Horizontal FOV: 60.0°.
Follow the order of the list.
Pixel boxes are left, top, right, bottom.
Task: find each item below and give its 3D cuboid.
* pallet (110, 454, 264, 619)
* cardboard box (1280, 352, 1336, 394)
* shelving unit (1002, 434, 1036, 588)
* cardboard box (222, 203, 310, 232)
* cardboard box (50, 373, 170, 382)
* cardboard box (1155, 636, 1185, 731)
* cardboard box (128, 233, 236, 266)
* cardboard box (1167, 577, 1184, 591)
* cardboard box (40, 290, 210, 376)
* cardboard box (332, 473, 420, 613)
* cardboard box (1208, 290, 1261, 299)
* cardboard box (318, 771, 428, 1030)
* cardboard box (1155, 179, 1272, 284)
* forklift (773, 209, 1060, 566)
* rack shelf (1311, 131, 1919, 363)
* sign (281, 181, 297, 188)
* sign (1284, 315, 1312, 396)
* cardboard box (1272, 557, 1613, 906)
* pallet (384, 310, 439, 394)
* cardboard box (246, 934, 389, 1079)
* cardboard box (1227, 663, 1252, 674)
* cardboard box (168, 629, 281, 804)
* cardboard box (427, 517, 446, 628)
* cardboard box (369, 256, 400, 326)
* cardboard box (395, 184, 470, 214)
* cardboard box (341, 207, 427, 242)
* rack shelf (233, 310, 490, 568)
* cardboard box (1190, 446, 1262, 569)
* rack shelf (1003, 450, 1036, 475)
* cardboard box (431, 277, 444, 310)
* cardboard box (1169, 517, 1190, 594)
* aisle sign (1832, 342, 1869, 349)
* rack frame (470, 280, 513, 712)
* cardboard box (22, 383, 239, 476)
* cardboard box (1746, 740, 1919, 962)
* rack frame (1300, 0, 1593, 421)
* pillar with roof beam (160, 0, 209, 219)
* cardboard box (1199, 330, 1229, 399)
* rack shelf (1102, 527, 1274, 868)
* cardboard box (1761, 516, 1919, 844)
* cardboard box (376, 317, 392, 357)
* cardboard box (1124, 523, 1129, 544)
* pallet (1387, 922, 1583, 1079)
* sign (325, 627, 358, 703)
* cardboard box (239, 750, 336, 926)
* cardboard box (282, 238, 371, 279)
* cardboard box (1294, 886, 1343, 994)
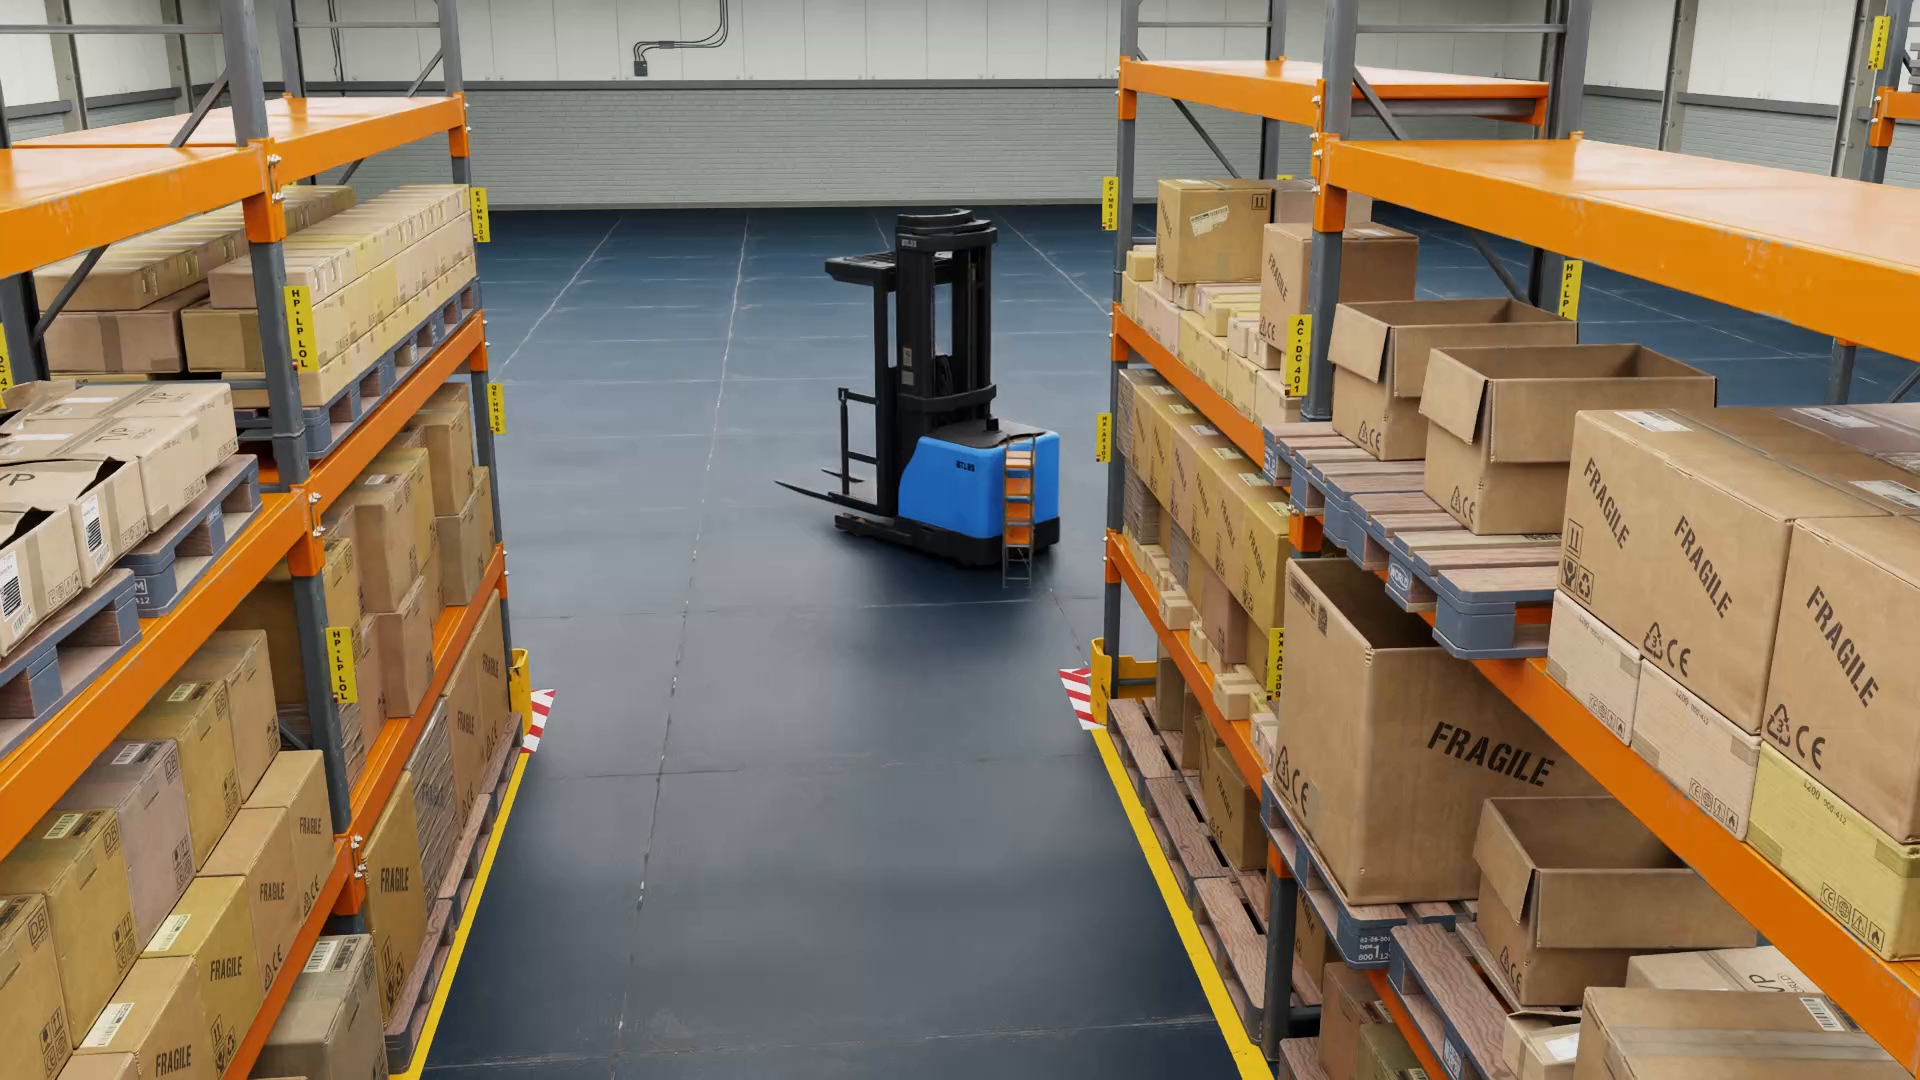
[{"bbox_3d":[-2.906,-0.024,5.558,0.805,0.209,1.217,-2,18,-8],"label":"pallet"},{"bbox_3d":[1.573,-0.717,7.029,0.380,0.149,0.250,-1,17,-4],"label":"cardboard box"},{"bbox_3d":[0.497,-0.246,13.958,0.258,1.200,0.503,1,17,5],"label":"shelving unit"},{"bbox_3d":[-3.641,-1.675,8.718,0.380,0.149,0.250,-2,18,-7],"label":"cardboard box"},{"bbox_3d":[-3.406,-0.614,6.669,0.380,0.149,0.250,-2,18,-6],"label":"cardboard box"},{"bbox_3d":[1.529,0.908,10.749,0.500,0.500,0.500,1,17,5],"label":"cardboard box"},{"bbox_3d":[-3.510,-1.297,7.512,0.380,0.149,0.250,-2,18,-5],"label":"cardboard box"},{"bbox_3d":[1.409,0.313,9.590,0.380,0.149,0.250,-2,18,-6],"label":"cardboard box"},{"bbox_3d":[-3.356,-0.844,6.736,0.500,0.250,0.500,-2,18,-6],"label":"cardboard box"},{"bbox_3d":[-3.145,0.021,8.050,0.875,0.550,0.550,-2,18,-6],"label":"cardboard box"},{"bbox_3d":[1.492,-1.192,8.544,0.380,0.149,0.250,-2,18,-8],"label":"cardboard box"},{"bbox_3d":[-3.045,1.668,7.703,0.875,0.875,0.875,-2,17,-5],"label":"cardboard box"},{"bbox_3d":[1.366,-1.679,9.013,0.500,0.500,0.500,-2,18,-6],"label":"cardboard box"},{"bbox_3d":[-0.517,-1.527,15.148,3.031,2.935,1.130,16,24,42],"label":"forklift"},{"bbox_3d":[2.100,-0.811,4.607,1.077,0.370,4.000,-2,18,-6],"label":"rack shelf"},{"bbox_3d":[-4.015,-2.018,9.999,0.100,0.325,0.005,-2,18,-6],"label":"sign"},{"bbox_3d":[1.355,-0.738,6.649,0.100,0.325,0.005,-2,18,-6],"label":"sign"},{"bbox_3d":[1.837,0.675,6.315,1.000,1.000,1.000,-2,18,-5],"label":"cardboard box"},{"bbox_3d":[-3.247,-0.952,8.340,1.003,0.211,1.213,-2,18,-6],"label":"pallet"},{"bbox_3d":[-2.897,2.099,6.538,1.050,0.750,0.750,-2,18,-6],"label":"cardboard box"},{"bbox_3d":[1.566,0.685,8.407,0.380,0.149,0.250,-2,18,-6],"label":"cardboard box"},{"bbox_3d":[-2.993,0.667,6.208,0.700,0.500,0.500,-2,18,-7],"label":"cardboard box"},{"bbox_3d":[-3.368,0.224,9.206,0.875,0.550,0.550,-2,18,-6],"label":"cardboard box"},{"bbox_3d":[-2.928,-1.160,7.744,0.500,0.250,0.500,-2,18,-6],"label":"cardboard box"},{"bbox_3d":[-3.090,-1.998,9.745,0.380,0.149,0.250,-2,18,-5],"label":"cardboard box"},{"bbox_3d":[-2.960,-1.619,8.538,0.380,0.149,0.250,-2,18,-6],"label":"cardboard box"},{"bbox_3d":[-3.256,-0.640,8.400,1.077,0.370,4.000,-2,18,-6],"label":"rack shelf"},{"bbox_3d":[1.470,-0.169,8.376,0.500,0.500,0.500,-2,18,-6],"label":"cardboard box"},{"bbox_3d":[0.497,-0.621,13.840,0.258,0.148,0.480,1,17,5],"label":"rack shelf"},{"bbox_3d":[-2.986,-1.315,8.902,0.380,0.149,0.250,-2,18,-6],"label":"cardboard box"},{"bbox_3d":[1.690,0.000,9.506,0.875,0.500,0.500,-2,18,-6],"label":"cardboard box"},{"bbox_3d":[6.109,-1.677,11.169,0.394,0.787,0.004,-2,18,-6],"label":"aisle sign"},{"bbox_3d":[-3.463,-0.148,10.640,1.000,3.000,0.127,-2,18,-6],"label":"rack frame"},{"bbox_3d":[-2.818,-0.358,5.684,0.500,0.250,0.500,-2,17,-5],"label":"cardboard box"},{"bbox_3d":[2.013,0.619,3.440,0.500,0.250,0.500,-2,18,-6],"label":"cardboard box"},{"bbox_3d":[1.894,-1.941,6.337,1.000,3.000,0.127,-2,18,-6],"label":"rack frame"},{"bbox_3d":[-12.950,-11.508,36.810,9.100,9.000,0.400,-2,18,-6],"label":"pillar with roof beam"},{"bbox_3d":[1.486,-0.874,8.196,0.500,0.250,0.500,-2,18,-6],"label":"cardboard box"},{"bbox_3d":[1.688,0.668,9.242,1.077,0.370,4.000,-2,18,-6],"label":"rack shelf"},{"bbox_3d":[2.008,0.261,3.329,0.500,0.500,0.500,-1,17,-4],"label":"cardboard box"},{"bbox_3d":[-2.856,-0.937,7.699,0.380,0.149,0.250,-2,18,-7],"label":"cardboard box"},{"bbox_3d":[1.274,-0.059,10.776,0.380,0.149,0.250,-2,18,-6],"label":"cardboard box"},{"bbox_3d":[2.062,1.616,5.343,1.003,0.211,1.213,-2,18,-6],"label":"pallet"},{"bbox_3d":[-2.511,0.510,6.745,0.100,0.325,0.005,-2,18,-6],"label":"sign"},{"bbox_3d":[-2.730,1.144,6.360,0.500,0.500,0.500,-2,18,-6],"label":"cardboard box"},{"bbox_3d":[-2.829,-1.242,7.337,0.380,0.149,0.250,-2,18,-7],"label":"cardboard box"},{"bbox_3d":[1.892,1.793,7.931,0.500,0.500,0.500,-2,18,-7],"label":"cardboard box"}]
